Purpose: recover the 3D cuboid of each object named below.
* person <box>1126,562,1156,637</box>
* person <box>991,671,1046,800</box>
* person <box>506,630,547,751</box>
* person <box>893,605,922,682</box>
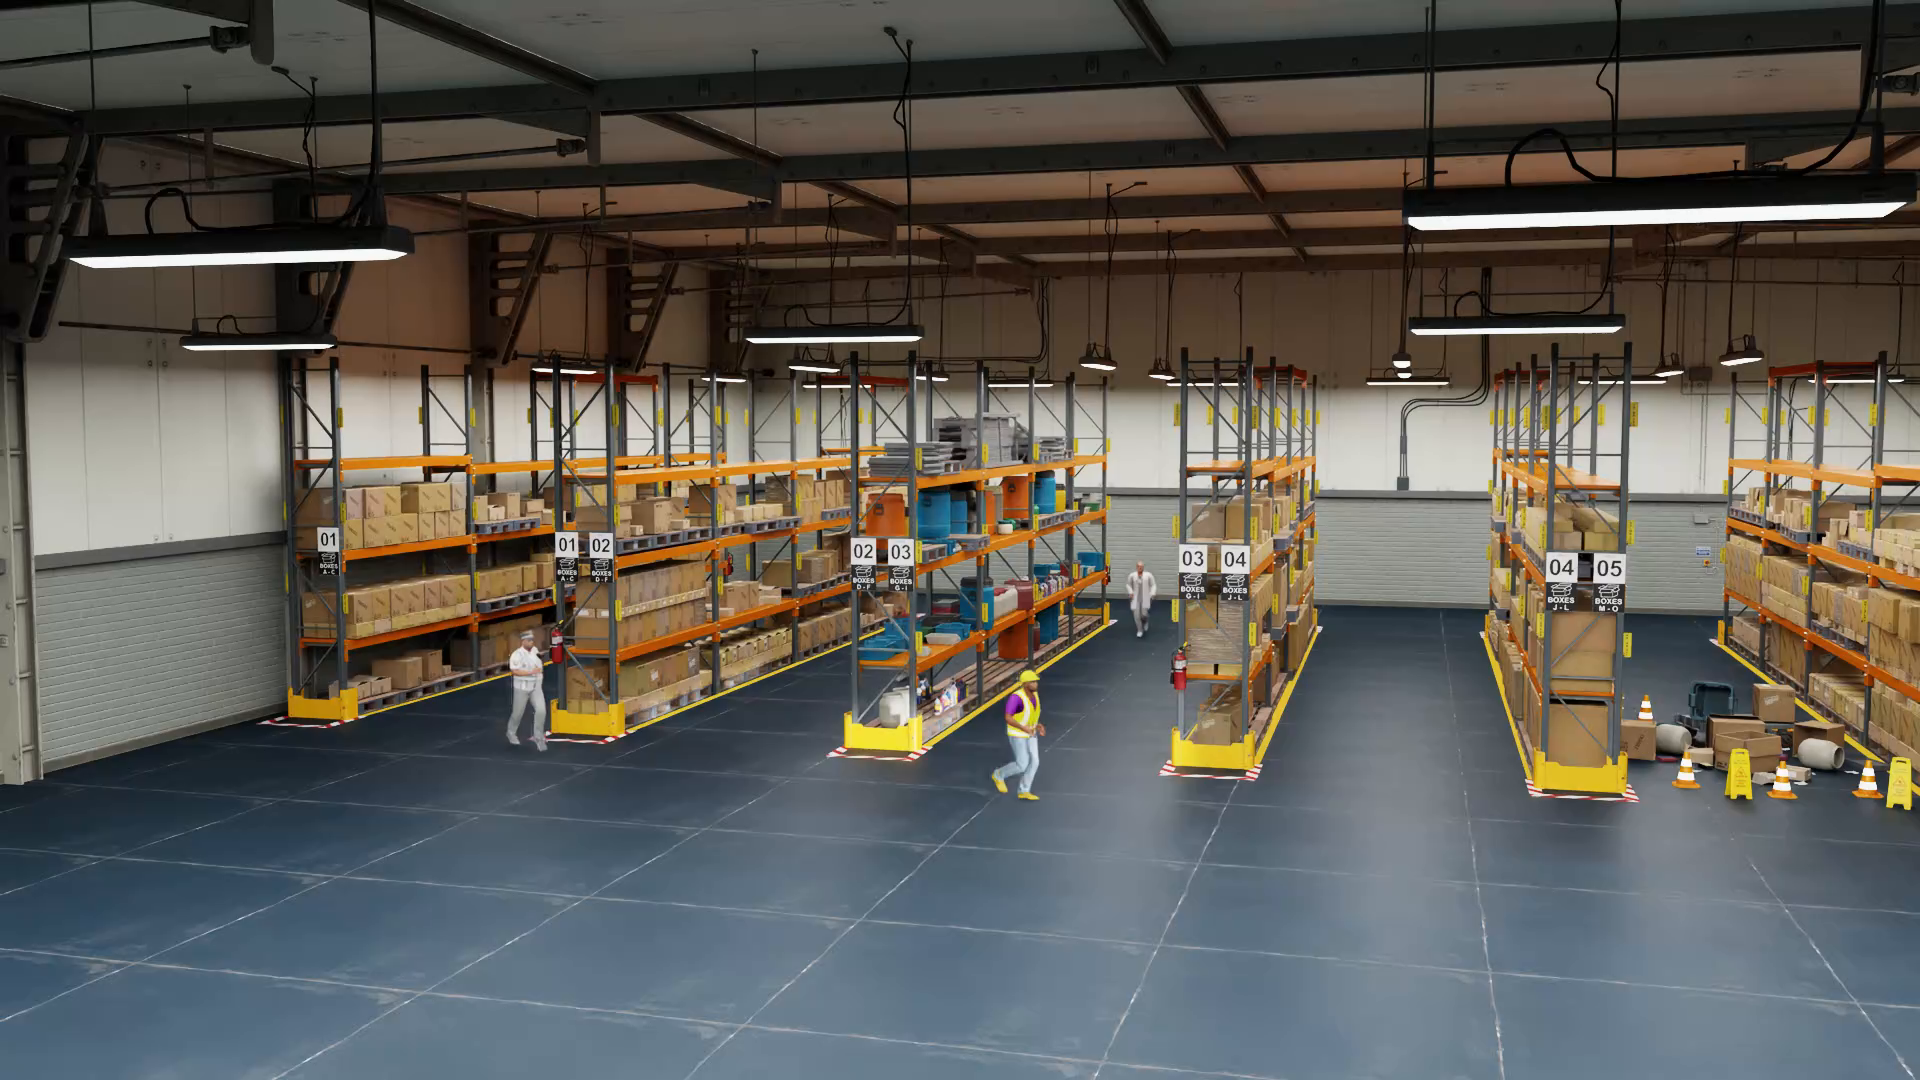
[{"bbox_3d":[4.130,1.322,38.026,0.697,1.658,0.603,1,4,11],"label":"person"},{"bbox_3d":[0.770,2.553,21.867,0.761,1.714,0.701,3,5,39],"label":"person"},{"bbox_3d":[-6.556,2.271,25.155,0.860,1.840,0.615,4,6,44],"label":"person"},{"bbox_3d":[-0.957,1.937,31.802,0.671,1.500,1.155,3,5,33],"label":"person"}]
